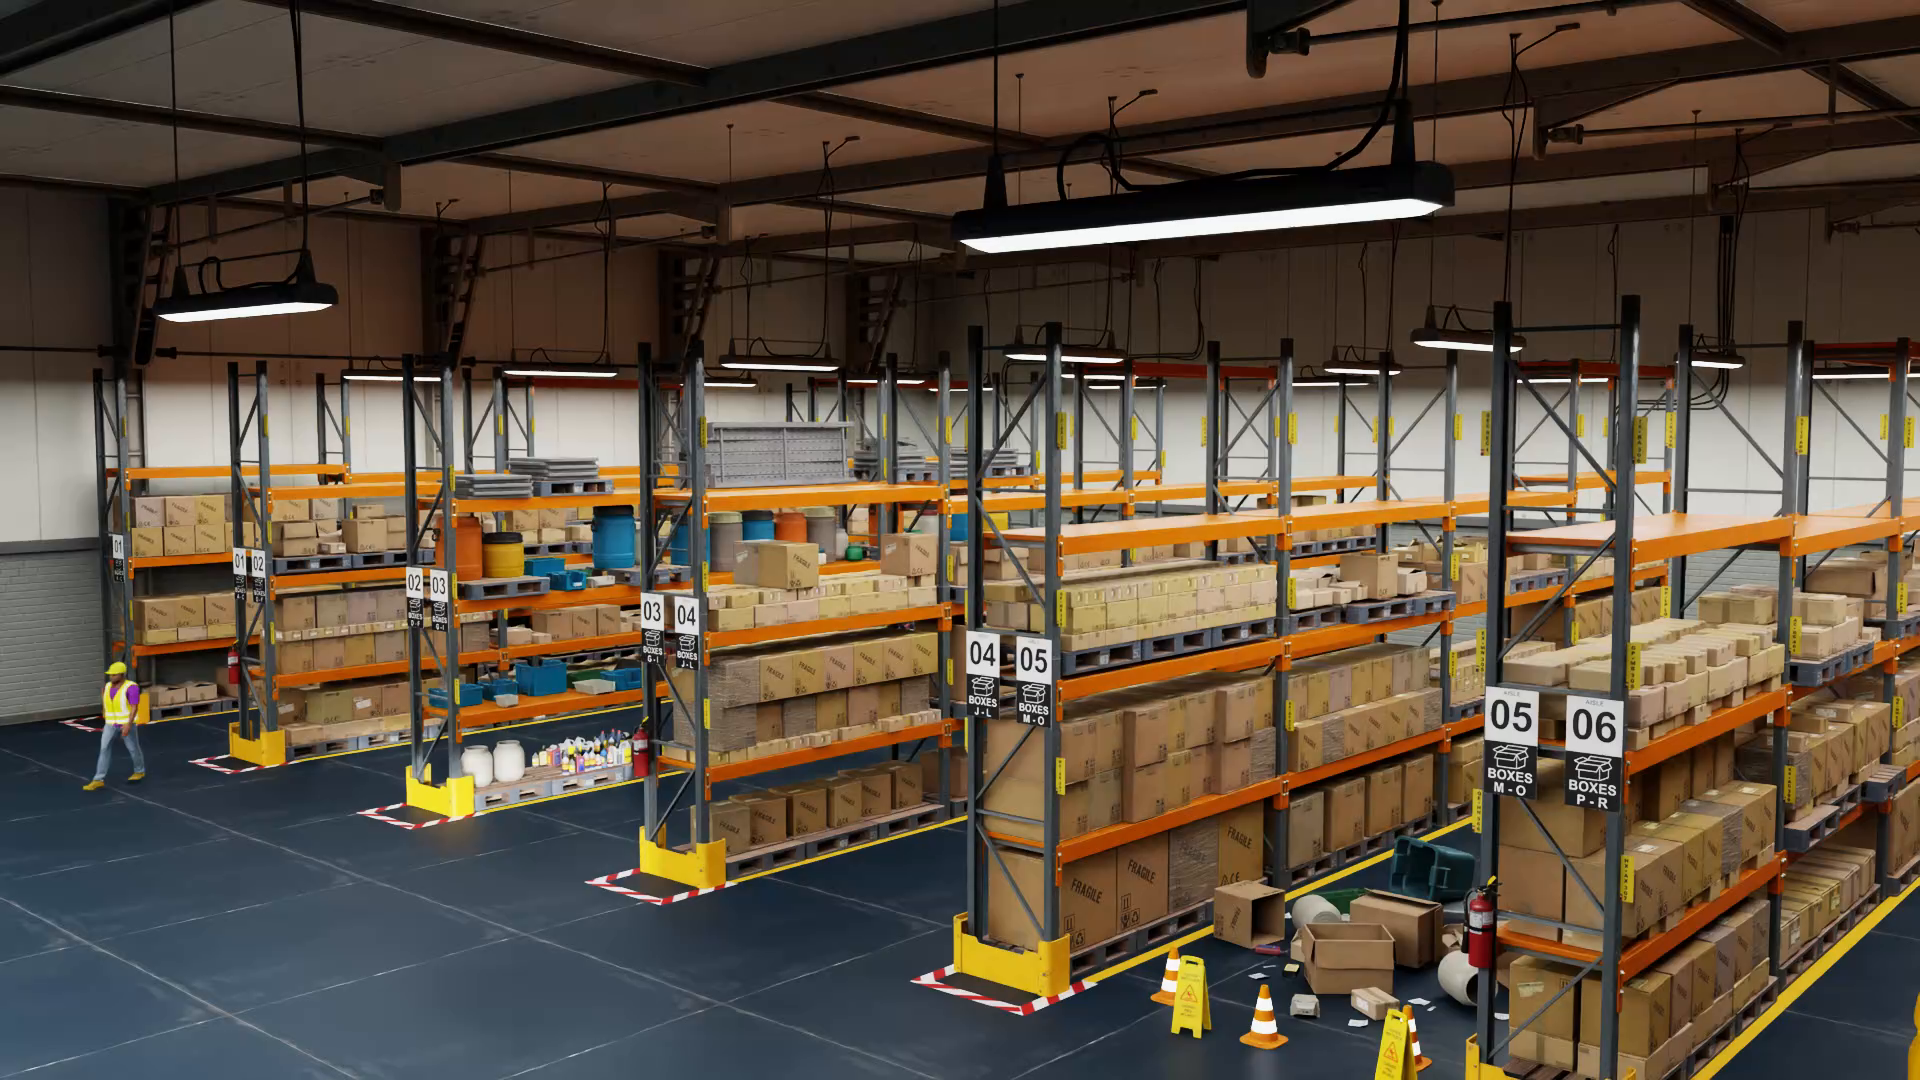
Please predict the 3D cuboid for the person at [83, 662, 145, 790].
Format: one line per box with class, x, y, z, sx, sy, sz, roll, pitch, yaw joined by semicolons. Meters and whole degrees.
person;-11.781;2.565;23.266;0.593;1.718;0.951;0;4;3
